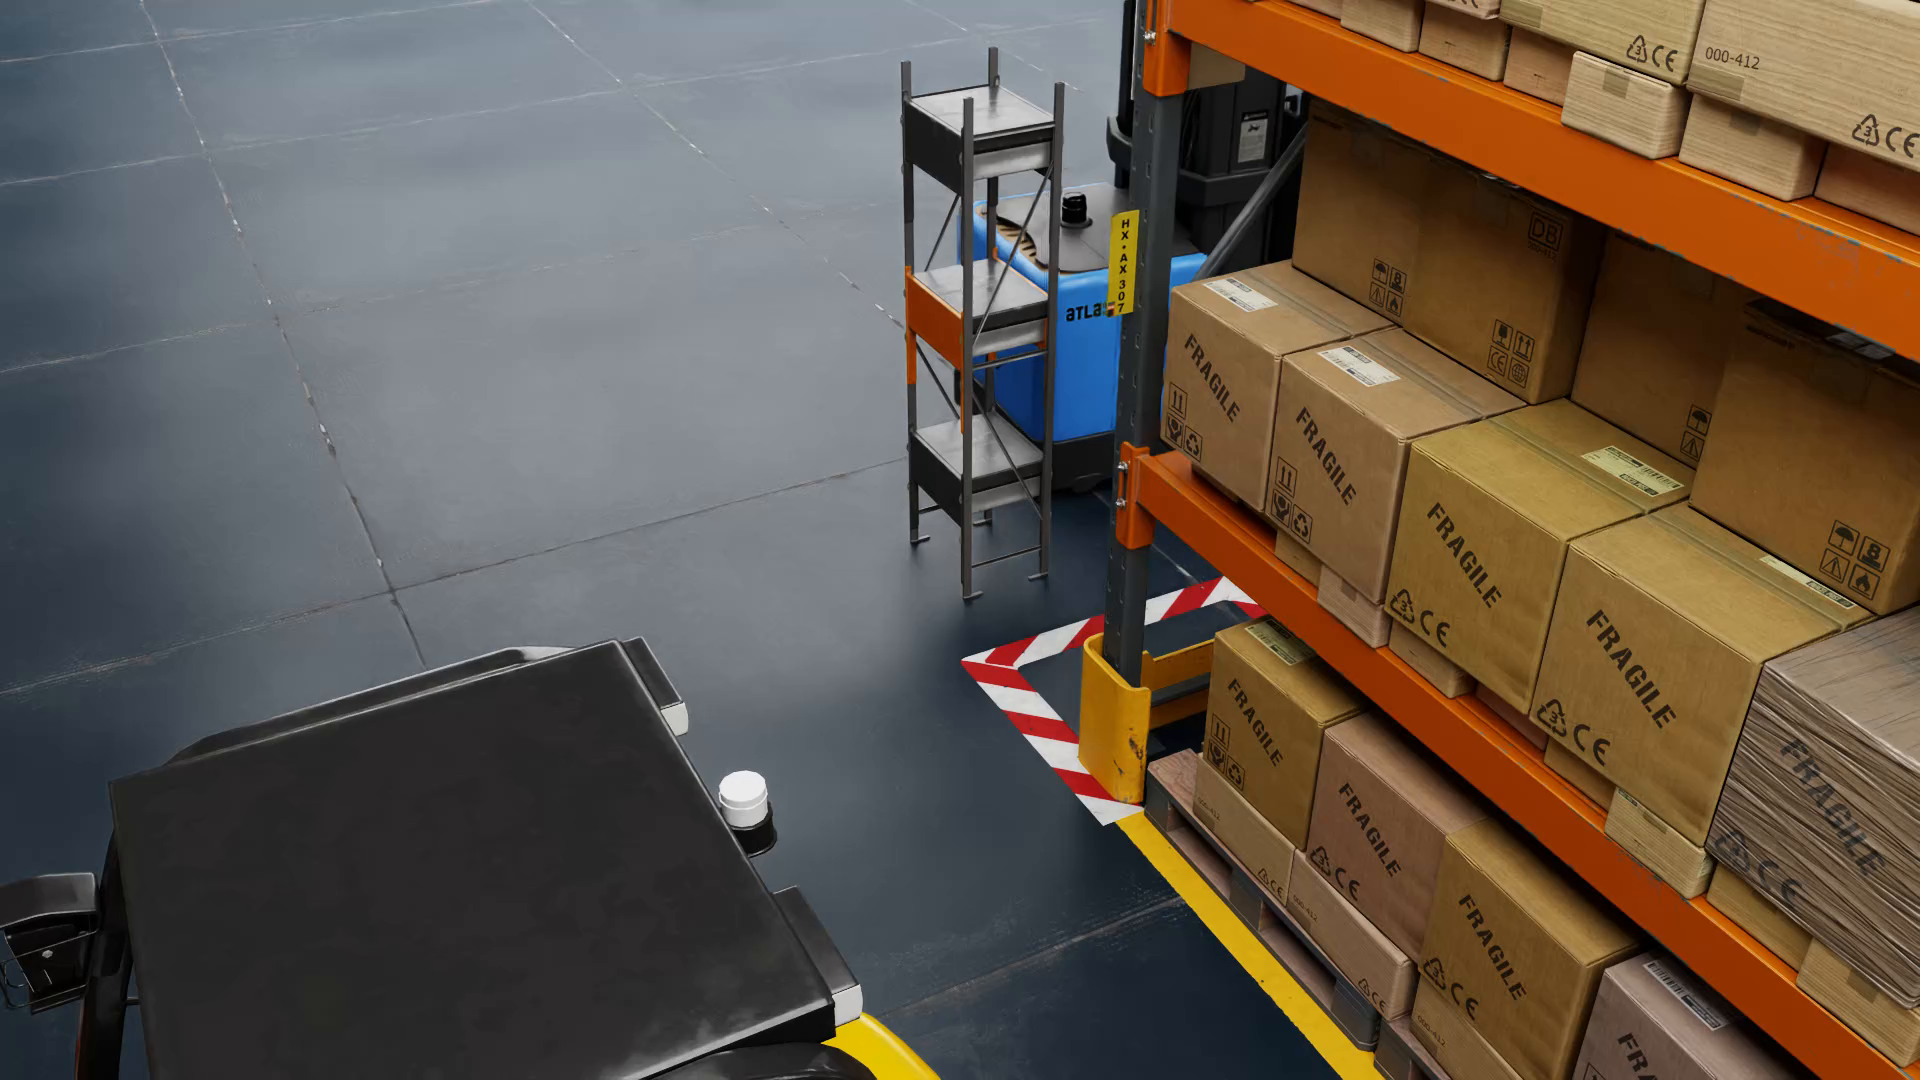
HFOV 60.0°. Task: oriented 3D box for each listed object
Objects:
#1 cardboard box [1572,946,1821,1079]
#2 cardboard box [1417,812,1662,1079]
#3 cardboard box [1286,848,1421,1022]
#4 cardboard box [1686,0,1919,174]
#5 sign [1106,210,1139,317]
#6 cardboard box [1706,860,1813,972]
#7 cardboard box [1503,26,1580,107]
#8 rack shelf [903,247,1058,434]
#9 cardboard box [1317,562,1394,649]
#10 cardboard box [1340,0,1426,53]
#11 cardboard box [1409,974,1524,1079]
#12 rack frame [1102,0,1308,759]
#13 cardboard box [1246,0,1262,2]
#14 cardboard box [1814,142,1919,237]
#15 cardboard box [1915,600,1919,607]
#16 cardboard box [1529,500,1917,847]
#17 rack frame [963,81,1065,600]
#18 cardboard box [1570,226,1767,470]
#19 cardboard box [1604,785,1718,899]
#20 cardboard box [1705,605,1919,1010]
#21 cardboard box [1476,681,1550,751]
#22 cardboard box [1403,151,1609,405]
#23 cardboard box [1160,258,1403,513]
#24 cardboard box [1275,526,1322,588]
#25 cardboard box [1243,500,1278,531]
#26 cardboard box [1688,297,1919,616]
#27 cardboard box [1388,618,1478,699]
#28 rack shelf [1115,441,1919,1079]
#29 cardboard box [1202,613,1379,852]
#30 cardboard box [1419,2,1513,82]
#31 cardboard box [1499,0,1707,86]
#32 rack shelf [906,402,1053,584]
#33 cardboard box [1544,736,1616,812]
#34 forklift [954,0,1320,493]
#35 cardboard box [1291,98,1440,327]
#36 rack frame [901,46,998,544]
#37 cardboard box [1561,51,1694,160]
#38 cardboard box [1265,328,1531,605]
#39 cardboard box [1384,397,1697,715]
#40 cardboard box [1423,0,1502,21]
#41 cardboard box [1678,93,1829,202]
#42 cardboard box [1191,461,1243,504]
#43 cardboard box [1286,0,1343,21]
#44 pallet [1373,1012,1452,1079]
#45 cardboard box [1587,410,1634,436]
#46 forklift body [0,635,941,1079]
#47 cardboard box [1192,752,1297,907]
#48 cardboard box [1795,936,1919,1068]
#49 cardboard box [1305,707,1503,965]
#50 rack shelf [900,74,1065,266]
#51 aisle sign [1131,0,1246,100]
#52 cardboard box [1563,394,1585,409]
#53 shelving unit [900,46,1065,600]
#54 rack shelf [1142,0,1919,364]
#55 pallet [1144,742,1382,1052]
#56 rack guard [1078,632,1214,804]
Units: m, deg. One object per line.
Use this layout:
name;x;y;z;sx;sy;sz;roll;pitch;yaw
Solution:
cardboard box;1.841;1.281;3.935;0.500;0.500;0.500;-14;35;-21
cardboard box;1.584;1.028;4.329;0.500;0.500;0.500;-15;36;-22
cardboard box;1.329;1.088;4.931;0.500;0.250;0.500;-15;35;-21
cardboard box;1.676;-0.879;2.923;0.500;0.250;0.500;-15;36;-22
sign;0.487;-0.821;4.948;0.100;0.325;0.005;-16;36;-23
cardboard box;1.843;0.731;3.561;0.380;0.149;0.250;-17;36;-24
cardboard box;1.393;-1.035;3.537;0.380;0.149;0.250;-17;36;-25
rack shelf;0.077;-0.794;6.568;0.431;0.518;0.480;-16;36;-23
cardboard box;1.202;0.124;4.509;0.380;0.149;0.250;-15;36;-22
cardboard box;1.129;-1.272;3.908;0.380;0.149;0.250;-15;36;-22
cardboard box;1.595;1.345;4.529;0.500;0.250;0.500;-13;35;-20
rack frame;0.967;-0.593;5.395;1.000;3.000;0.127;-16;36;-23
cardboard box;0.834;-1.510;4.279;0.380;0.149;0.250;-16;36;-23
cardboard box;1.778;-0.677;2.978;0.380;0.149;0.250;-16;36;-24
cardboard box;2.143;0.156;3.858;0.500;0.500;0.500;-15;36;-23
cardboard box;1.669;0.265;3.687;0.500;0.500;0.500;-17;36;-24
rack frame;0.191;-0.689;6.379;0.400;2.100;0.015;-16;36;-23
cardboard box;1.956;-0.531;4.004;0.700;0.500;0.500;-16;36;-24
cardboard box;1.691;0.618;3.738;0.380;0.149;0.250;-16;36;-23
cardboard box;1.912;0.509;3.307;0.500;0.500;0.500;-15;36;-22
cardboard box;1.528;0.350;4.156;0.380;0.149;0.250;-15;35;-22
cardboard box;1.627;-0.749;4.343;0.700;0.500;0.500;-16;36;-23
cardboard box;0.942;-0.464;4.826;0.500;0.500;0.500;-16;36;-24
cardboard box;1.124;-0.009;4.716;0.380;0.149;0.250;-17;36;-25
cardboard box;1.072;-0.156;4.946;0.380;0.149;0.250;-15;36;-22
cardboard box;2.066;-0.258;3.577;0.700;0.500;0.500;-16;36;-23
cardboard box;1.352;0.239;4.330;0.380;0.149;0.250;-15;36;-22
rack shelf;1.899;0.665;4.099;1.077;0.370;4.000;-16;36;-23
cardboard box;1.110;0.538;5.094;0.500;0.500;0.500;-17;36;-25
cardboard box;1.266;-1.160;3.733;0.380;0.149;0.250;-16;36;-23
cardboard box;1.454;-1.128;3.312;0.500;0.250;0.500;-15;35;-22
rack shelf;0.077;-0.204;6.945;0.431;0.518;0.480;-16;36;-23
cardboard box;1.625;0.483;3.948;0.380;0.149;0.250;-17;36;-24
forklift;1.538;-1.951;7.578;3.031;2.935;1.130;-13;35;-19
cardboard box;1.398;-0.992;4.723;0.700;0.500;0.500;-17;36;-24
rack frame;-0.037;-0.922;6.742;0.400;2.100;0.015;-16;36;-23
cardboard box;1.440;-0.894;3.318;0.380;0.149;0.250;-15;36;-23
cardboard box;1.186;-0.218;4.441;0.500;0.500;0.500;-15;35;-22
cardboard box;1.425;0.025;4.062;0.500;0.500;0.500;-17;36;-24
cardboard box;1.192;-1.368;3.688;0.500;0.250;0.500;-16;36;-24
cardboard box;1.599;-0.779;3.137;0.380;0.149;0.250;-17;36;-24
cardboard box;0.942;-0.273;5.128;0.380;0.149;0.250;-16;36;-23
cardboard box;1.036;-1.407;4.118;0.380;0.149;0.250;-17;36;-25
pallet;1.914;1.596;4.564;1.003;0.211;1.213;-16;36;-23
cardboard box;1.923;-0.091;4.243;0.500;0.500;0.500;-16;36;-23
forklift body;-0.925;1.461;2.976;2.313;2.155;1.214;-16;36;-23
cardboard box;1.098;0.843;5.314;0.500;0.250;0.500;-16;36;-23
cardboard box;1.935;0.861;3.358;0.380;0.149;0.250;-16;36;-24
cardboard box;1.357;0.786;4.706;0.500;0.500;0.500;-17;36;-25
rack shelf;0.077;-1.383;6.190;0.431;0.518;0.480;-16;36;-23
aisle sign;0.663;-1.639;4.618;0.394;0.787;0.004;-16;36;-23
cardboard box;1.693;-0.330;4.617;0.500;0.500;0.500;-16;36;-23
shelving unit;0.077;-0.805;6.560;0.431;2.100;0.503;-16;36;-23
rack shelf;1.899;-0.599;3.290;1.077;0.370;4.000;-16;36;-23
pallet;1.350;1.014;5.471;1.003;0.211;1.213;-16;36;-23
rack guard;1.002;0.496;6.012;1.175;0.500;0.348;-16;36;-23
